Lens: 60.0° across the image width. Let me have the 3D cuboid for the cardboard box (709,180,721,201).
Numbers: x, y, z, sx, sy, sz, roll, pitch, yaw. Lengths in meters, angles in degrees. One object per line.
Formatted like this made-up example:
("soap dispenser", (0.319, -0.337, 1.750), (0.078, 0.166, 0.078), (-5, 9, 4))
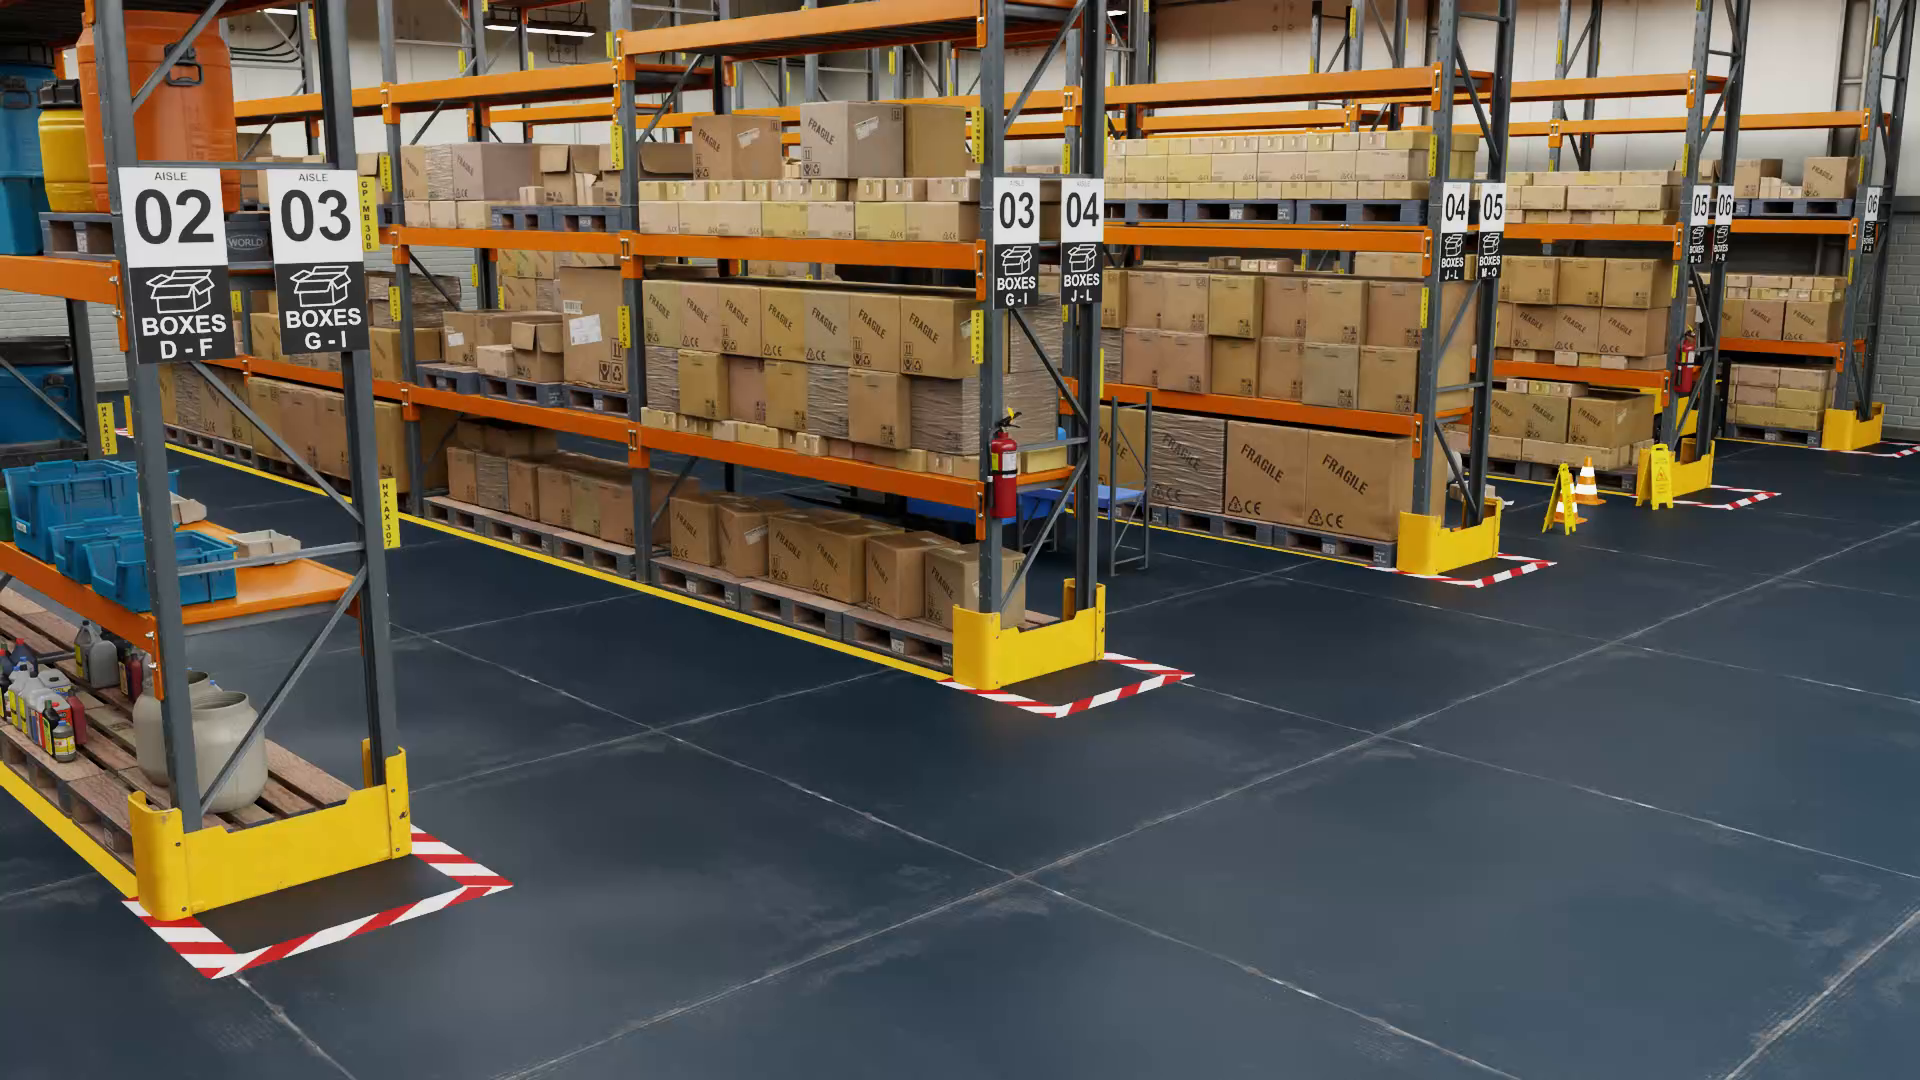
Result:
("cardboard box", (-1.633, -2.583, 12.304), (0.380, 0.149, 0.250), (-10, 15, -41))

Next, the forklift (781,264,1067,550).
("forklift", (-0.451, -1.523, 15.378), (3.031, 2.935, 1.130), (11, 16, 43))

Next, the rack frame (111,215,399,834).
("rack frame", (-3.060, 0.090, 7.381), (1.000, 3.000, 0.127), (-11, 16, -43))

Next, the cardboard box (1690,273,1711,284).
("cardboard box", (9.813, -3.432, 21.882), (0.380, 0.149, 0.250), (-11, 16, -42))

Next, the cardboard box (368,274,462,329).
("cardboard box", (-5.496, -2.417, 16.816), (0.797, 0.503, 0.637), (-10, 15, -41))

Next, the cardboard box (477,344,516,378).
("cardboard box", (-4.012, -1.624, 15.028), (0.500, 0.250, 0.500), (11, 16, 44))

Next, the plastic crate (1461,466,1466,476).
("plastic crate", (5.418, -0.792, 18.895), (0.583, 0.080, 0.402), (6, 13, 26))

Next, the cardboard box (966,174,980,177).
("cardboard box", (0.405, -3.661, 17.234), (0.500, 0.250, 0.500), (-11, 16, -43))

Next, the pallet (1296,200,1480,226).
("pallet", (3.659, -2.809, 14.239), (1.003, 0.211, 1.213), (-11, 16, -43))

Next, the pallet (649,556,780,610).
("pallet", (-1.751, 0.275, 13.394), (1.003, 0.211, 1.213), (-11, 16, -43))

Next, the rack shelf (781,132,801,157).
("rack shelf", (-1.979, -6.415, 26.859), (1.077, 0.370, 4.000), (-11, 16, -43))

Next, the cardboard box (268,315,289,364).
("cardboard box", (-7.280, -2.226, 18.371), (0.500, 0.500, 0.500), (-11, 16, -42))

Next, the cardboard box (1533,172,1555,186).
("cardboard box", (6.439, -3.927, 18.089), (0.250, 0.149, 0.380), (11, 16, 44))

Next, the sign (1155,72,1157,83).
("sign", (3.387, -7.977, 28.958), (0.100, 0.325, 0.005), (-11, 16, -43))

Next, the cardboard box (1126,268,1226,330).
("cardboard box", (2.110, -2.340, 16.128), (0.875, 0.550, 0.550), (-11, 16, -43))

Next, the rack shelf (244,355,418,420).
("rack shelf", (-6.384, -1.708, 17.887), (1.077, 0.370, 4.000), (-11, 16, -43))

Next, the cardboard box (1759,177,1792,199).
("cardboard box", (10.310, -4.447, 21.013), (0.396, 0.266, 0.258), (-11, 16, -42))

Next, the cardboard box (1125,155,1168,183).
("cardboard box", (1.901, -3.473, 15.586), (0.500, 0.250, 0.500), (-11, 16, -43))

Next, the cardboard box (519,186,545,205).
("cardboard box", (-3.608, -3.004, 14.504), (0.250, 0.166, 0.380), (11, 16, 44))

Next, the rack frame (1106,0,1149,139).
("rack frame", (2.165, -6.087, 22.496), (1.000, 3.000, 0.127), (-11, 16, -43))

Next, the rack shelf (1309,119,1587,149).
("rack shelf", (7.133, -5.939, 24.552), (1.077, 0.370, 4.000), (-11, 16, -43))

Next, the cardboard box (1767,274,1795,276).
("cardboard box", (10.690, -3.382, 21.642), (0.380, 0.149, 0.250), (-11, 16, -42))

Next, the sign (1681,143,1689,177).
("sign", (7.274, -3.810, 16.681), (0.100, 0.325, 0.005), (-11, 16, -43))

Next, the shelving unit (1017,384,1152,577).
("shelving unit", (1.044, -0.536, 14.133), (1.048, 1.500, 0.538), (11, 16, 43))

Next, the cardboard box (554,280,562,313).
("cardboard box", (-5.347, -3.403, 23.348), (0.500, 0.500, 0.500), (-11, 16, -43))

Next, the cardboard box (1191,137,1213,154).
("cardboard box", (2.302, -3.566, 15.049), (0.380, 0.149, 0.250), (-11, 16, -43))

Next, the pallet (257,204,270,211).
("pallet", (-7.096, -3.600, 18.332), (1.217, 0.209, 0.805), (11, 16, 43))

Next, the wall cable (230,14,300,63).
("wall cable", (-11.939, -8.755, 27.472), (2.277, 5.999, 0.120), (-11, 16, -43))

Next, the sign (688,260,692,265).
("sign", (-3.709, -3.673, 22.776), (0.100, 0.325, 0.005), (-11, 16, -43))

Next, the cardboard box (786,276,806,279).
("cardboard box", (-2.528, -4.109, 27.512), (0.500, 0.500, 0.500), (-11, 16, -43))

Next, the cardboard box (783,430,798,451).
("cardboard box", (-1.058, -0.741, 12.034), (0.380, 0.149, 0.250), (-11, 16, -43))

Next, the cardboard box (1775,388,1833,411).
("cardboard box", (10.715, -1.805, 21.112), (0.500, 0.250, 0.500), (-11, 16, -43))

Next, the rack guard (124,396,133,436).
("rack guard", (-10.544, -1.715, 22.334), (1.175, 0.500, 0.348), (-11, 16, -43))

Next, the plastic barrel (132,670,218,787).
("plastic barrel", (-3.916, 0.944, 8.359), (0.421, 0.512, 0.421), (0, 12, 0))

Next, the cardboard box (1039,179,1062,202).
("cardboard box", (0.499, -2.264, 10.755), (0.380, 0.149, 0.250), (-11, 16, -43))

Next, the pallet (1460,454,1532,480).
("pallet", (6.263, -0.928, 19.232), (1.003, 0.211, 1.213), (-11, 16, -43))

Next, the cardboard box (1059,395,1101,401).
("cardboard box", (1.748, -2.426, 23.818), (0.875, 0.875, 0.875), (-11, 16, -43))

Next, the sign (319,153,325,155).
("sign", (-7.379, -4.305, 19.219), (0.100, 0.325, 0.005), (-11, 16, -43))

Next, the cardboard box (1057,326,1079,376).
("cardboard box", (0.863, -1.949, 17.026), (0.500, 0.500, 0.500), (-11, 16, -43))

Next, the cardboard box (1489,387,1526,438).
("cardboard box", (6.241, -1.439, 18.714), (0.500, 0.500, 0.500), (11, 16, 44))

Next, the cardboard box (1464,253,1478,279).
("cardboard box", (5.738, -3.001, 18.917), (0.700, 0.500, 0.500), (-11, 16, -44))

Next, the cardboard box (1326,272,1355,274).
("cardboard box", (4.811, -3.074, 20.711), (0.500, 0.500, 0.500), (-10, 16, -41))

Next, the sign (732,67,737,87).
("sign", (-3.766, -7.713, 27.681), (0.100, 0.325, 0.005), (-11, 16, -43))

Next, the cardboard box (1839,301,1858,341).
("cardboard box", (11.136, -2.834, 21.323), (0.500, 0.500, 0.500), (-10, 15, -41))

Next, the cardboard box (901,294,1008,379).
("cardboard box", (-0.037, -1.331, 10.812), (0.500, 0.500, 0.500), (-11, 16, -43))

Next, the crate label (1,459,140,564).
("crate label", (-4.527, -0.159, 8.498), (0.502, 0.435, 0.616), (-11, 16, -43))

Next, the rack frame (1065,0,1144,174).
("rack frame", (1.417, -4.799, 16.242), (1.000, 3.000, 0.127), (-11, 16, -43))

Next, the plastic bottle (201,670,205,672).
("plastic bottle", (-4.230, 0.861, 9.278), (0.061, 0.283, 0.133), (-11, 16, -42))

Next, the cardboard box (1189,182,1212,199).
("cardboard box", (2.303, -3.175, 15.129), (0.380, 0.149, 0.250), (-11, 16, -43))

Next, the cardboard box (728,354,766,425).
("cardboard box", (-1.236, -1.168, 12.500), (0.875, 0.500, 0.500), (-11, 16, -43))

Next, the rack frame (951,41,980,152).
("rack frame", (0.227, -7.947, 31.522), (1.000, 3.000, 0.127), (-11, 16, -43))

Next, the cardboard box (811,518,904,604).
("cardboard box", (-0.753, 0.148, 12.251), (0.500, 0.500, 0.500), (-9, 15, -37))

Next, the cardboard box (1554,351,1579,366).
("cardboard box", (6.660, -1.978, 18.042), (0.380, 0.149, 0.250), (-11, 16, -42))

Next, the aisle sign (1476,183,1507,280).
("aisle sign", (4.445, -2.582, 13.905), (0.394, 0.787, 0.004), (-11, 16, -43))

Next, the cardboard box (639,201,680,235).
("cardboard box", (-2.115, -2.479, 12.785), (0.500, 0.250, 0.500), (11, 16, 43))

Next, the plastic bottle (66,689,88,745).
("plastic bottle", (-4.723, 0.942, 8.885), (0.061, 0.283, 0.133), (-11, 16, -43))

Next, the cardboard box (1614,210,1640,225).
("cardboard box", (7.045, -3.372, 17.374), (0.380, 0.149, 0.250), (-11, 16, -42))

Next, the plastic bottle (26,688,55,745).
("plastic bottle", (-4.896, 0.940, 8.911), (0.135, 0.276, 0.152), (11, 16, 44))
